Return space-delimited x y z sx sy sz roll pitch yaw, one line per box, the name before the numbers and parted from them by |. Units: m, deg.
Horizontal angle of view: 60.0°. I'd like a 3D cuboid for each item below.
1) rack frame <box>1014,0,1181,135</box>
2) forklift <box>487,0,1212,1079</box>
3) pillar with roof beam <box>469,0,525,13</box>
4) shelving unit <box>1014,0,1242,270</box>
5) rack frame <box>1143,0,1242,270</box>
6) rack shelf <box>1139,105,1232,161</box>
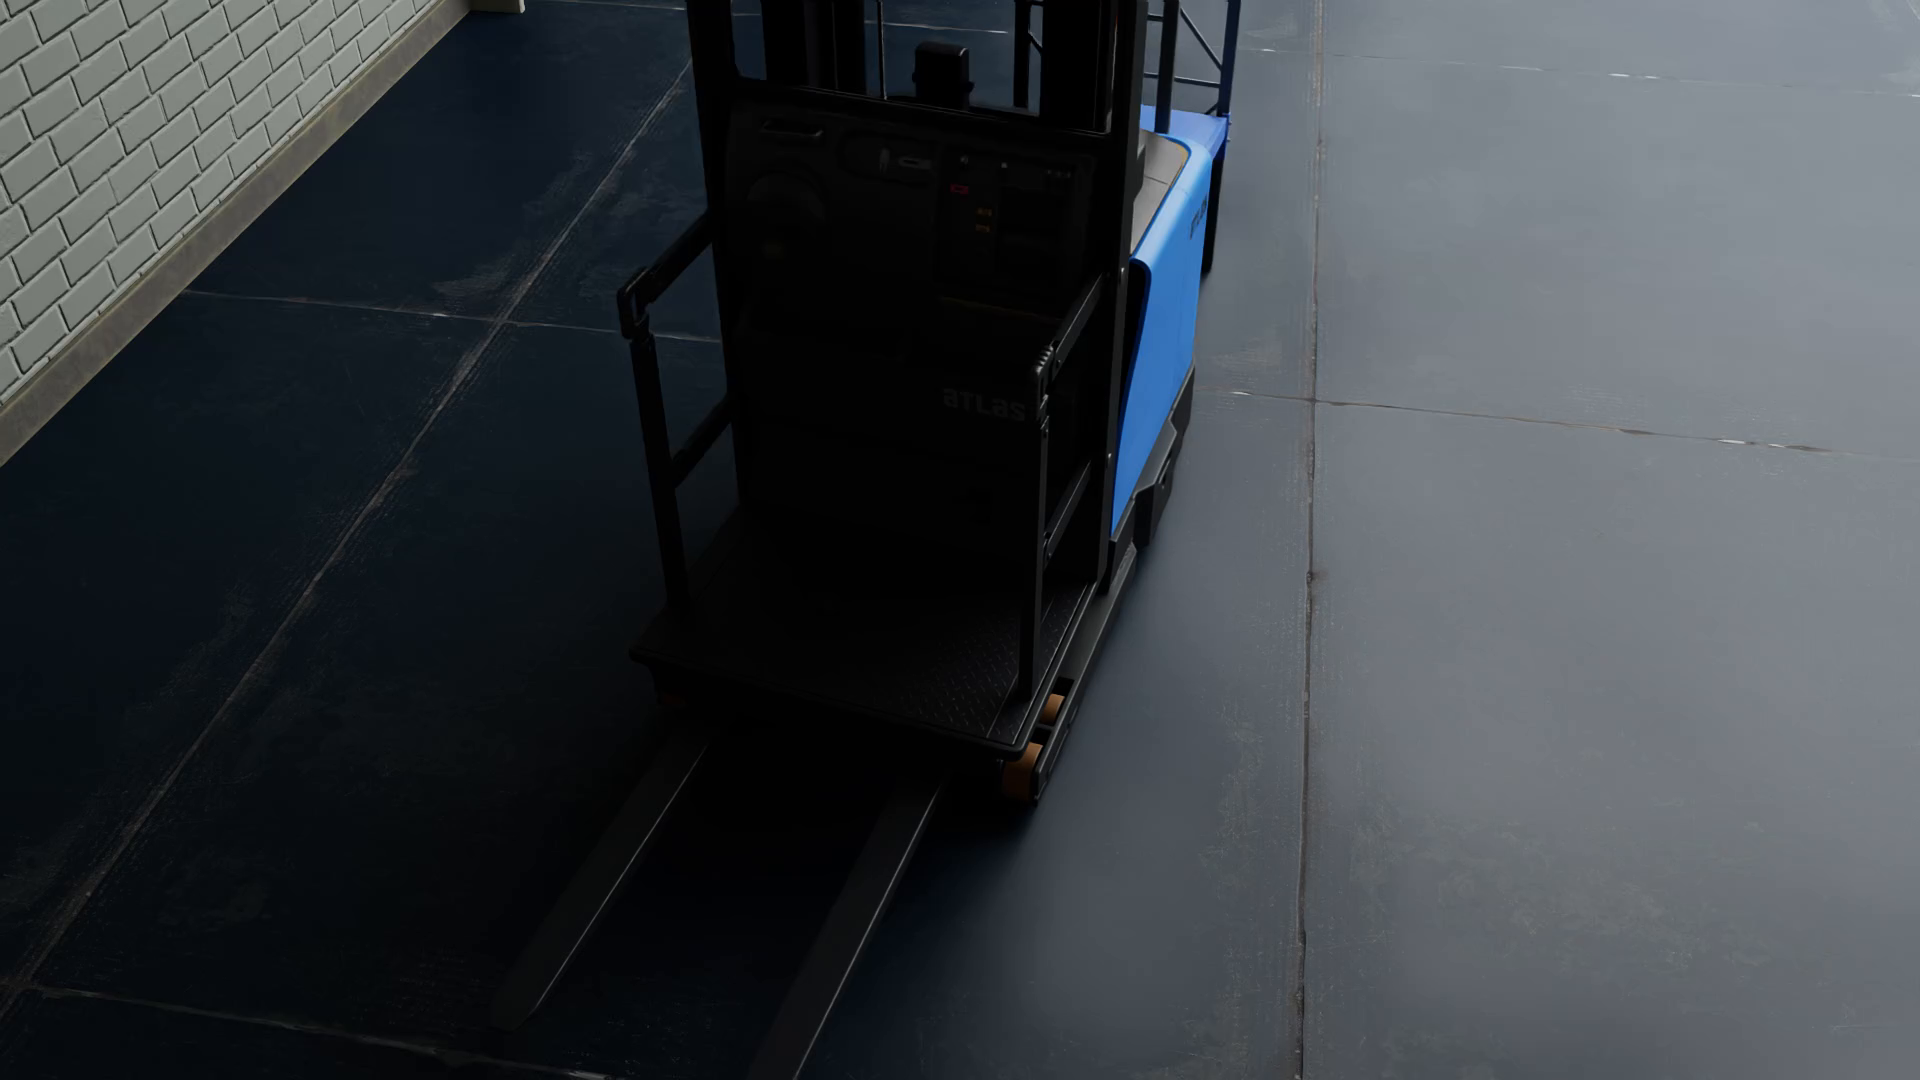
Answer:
rack frame | 0.410 -1.091 5.393 0.500 1.500 0.032 13 41 15
forklift | -0.202 -0.735 3.839 1.130 2.935 3.031 13 41 15
pillar with roof beam | 1.877 -5.829 5.239 9.100 9.000 0.400 6 40 8
shelving unit | 0.583 -1.396 5.761 0.538 1.500 1.048 13 41 15
rack frame | 0.756 -1.700 6.129 0.500 1.500 0.032 13 41 15
rack shelf | 0.583 -1.257 5.876 0.538 0.185 1.000 13 41 15
